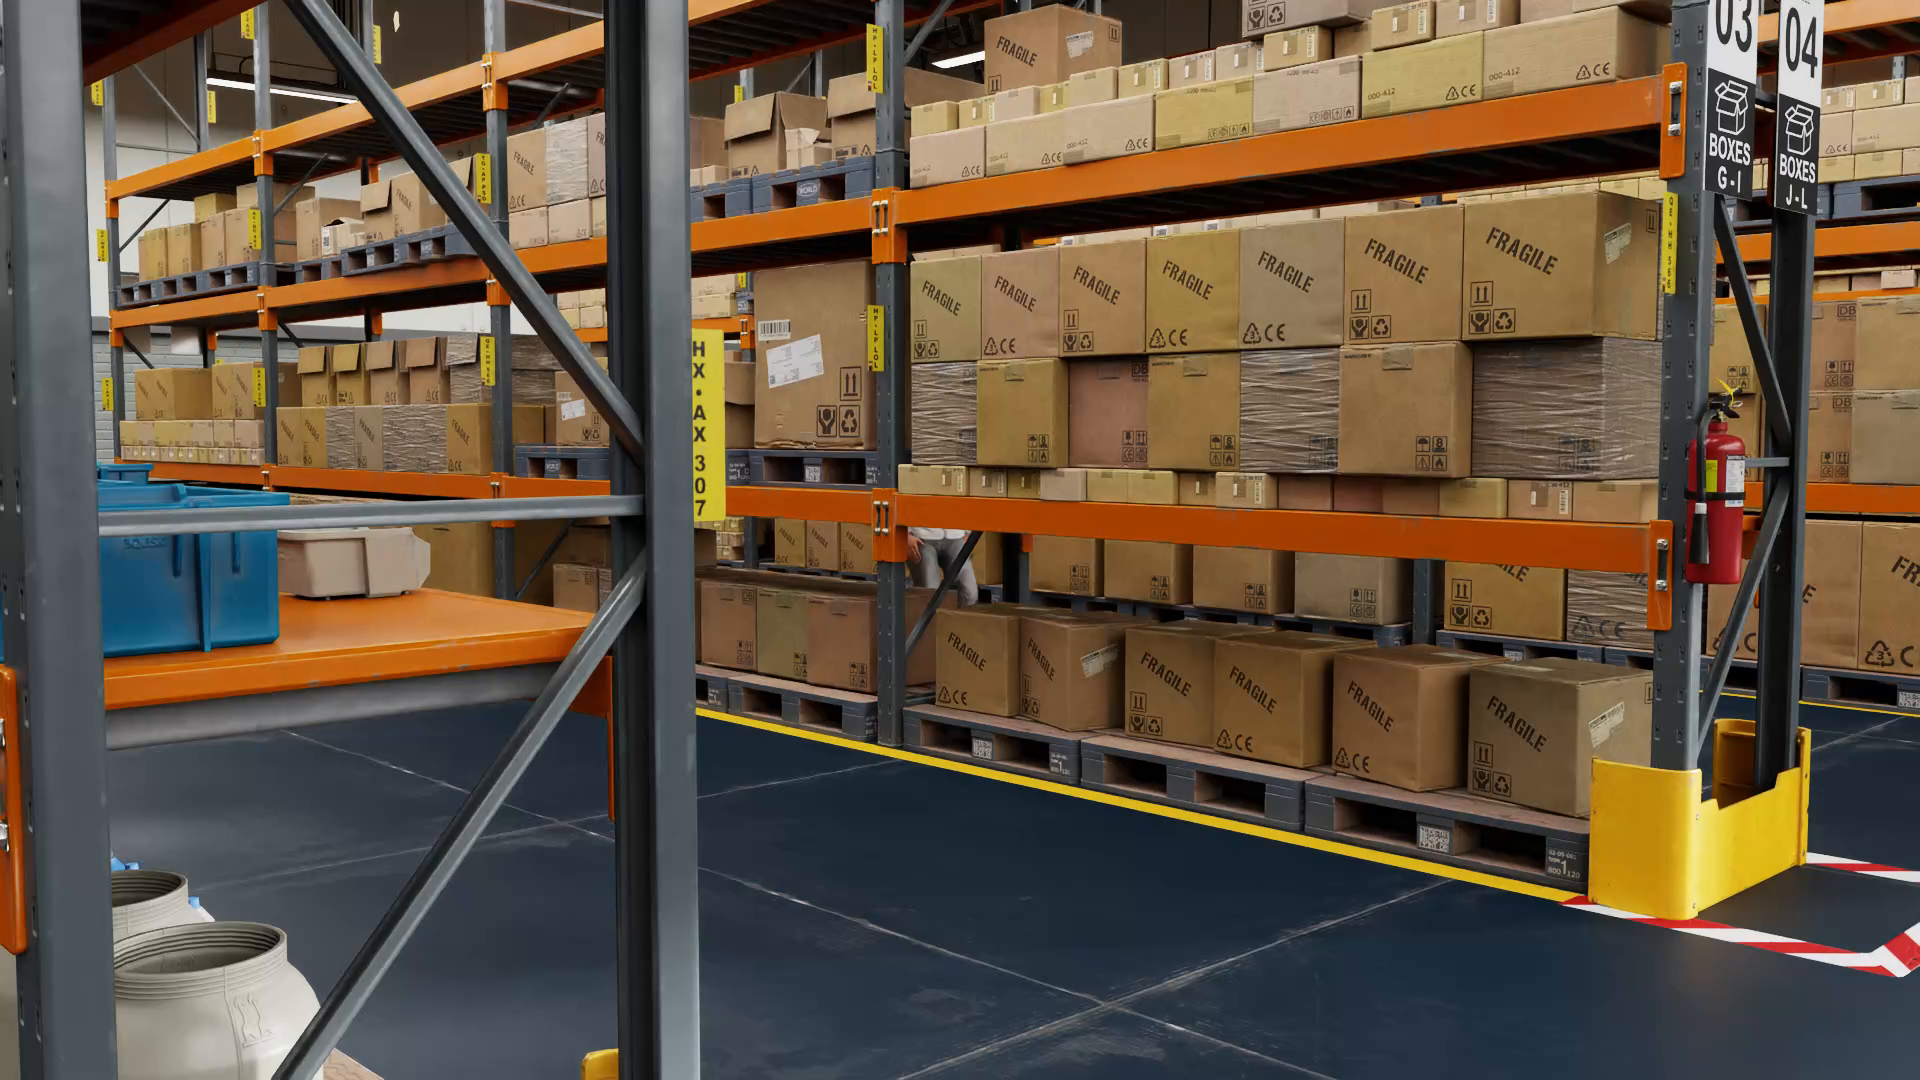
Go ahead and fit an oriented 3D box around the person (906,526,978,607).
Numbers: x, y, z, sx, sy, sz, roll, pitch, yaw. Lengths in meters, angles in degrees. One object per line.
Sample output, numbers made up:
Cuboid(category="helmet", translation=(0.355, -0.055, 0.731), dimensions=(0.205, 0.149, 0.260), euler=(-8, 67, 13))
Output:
Cuboid(category="person", translation=(-0.143, 0.004, 10.906), dimensions=(0.587, 1.764, 0.585), euler=(-2, 4, -30))
